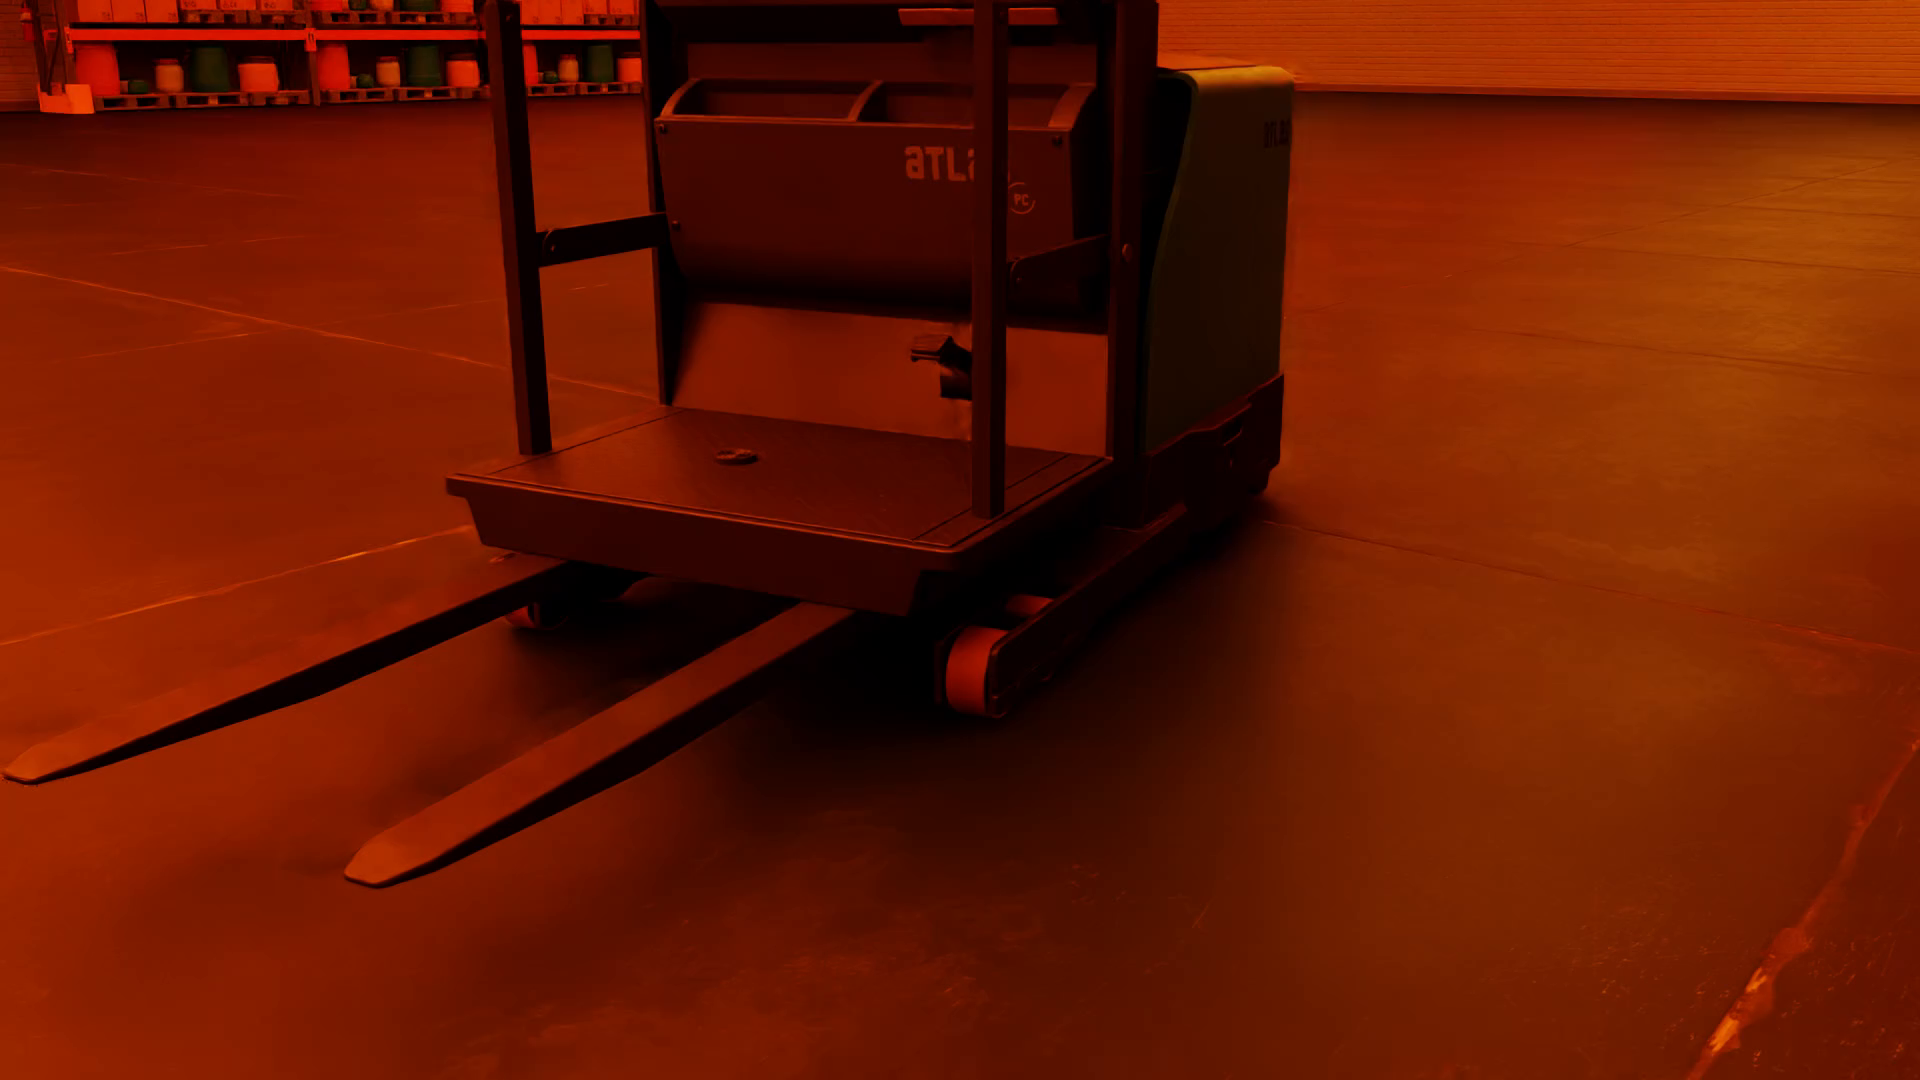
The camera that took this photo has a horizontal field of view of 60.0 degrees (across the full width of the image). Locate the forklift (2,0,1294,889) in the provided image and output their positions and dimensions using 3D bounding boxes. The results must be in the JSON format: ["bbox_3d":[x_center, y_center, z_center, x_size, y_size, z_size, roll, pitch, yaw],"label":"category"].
[{"bbox_3d":[-0.275,-1.234,2.960,1.130,2.935,3.031,8,19,26],"label":"forklift"}]
